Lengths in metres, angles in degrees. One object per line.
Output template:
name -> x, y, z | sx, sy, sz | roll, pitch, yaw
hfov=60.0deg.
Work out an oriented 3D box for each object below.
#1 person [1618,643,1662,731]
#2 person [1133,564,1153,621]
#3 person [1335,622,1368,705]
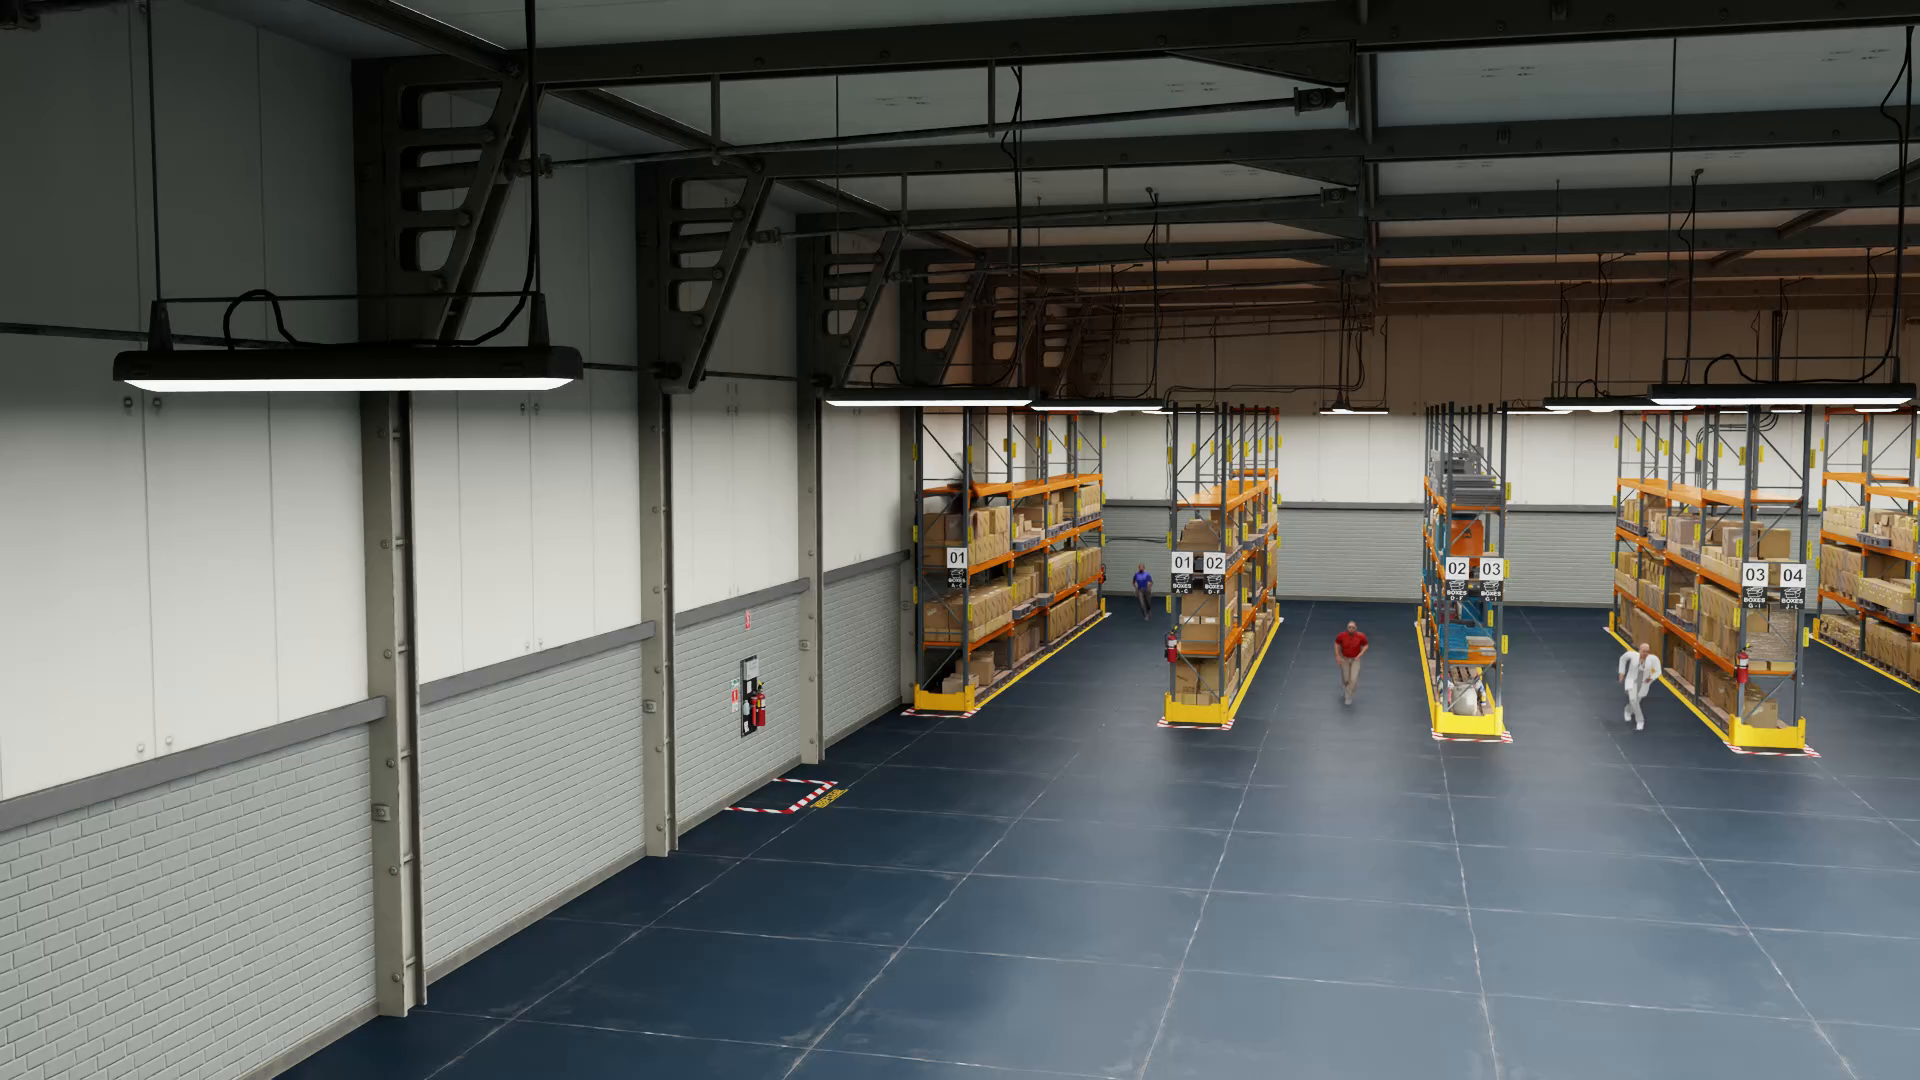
person -> 12.557, 2.657, 30.800 | 0.699, 1.612, 1.138 | 1, 4, 11
person -> 5.152, 1.467, 46.928 | 0.573, 1.607, 0.677 | 1, 4, 10
person -> 7.842, 2.444, 33.340 | 0.643, 1.667, 0.719 | 0, 4, 6
